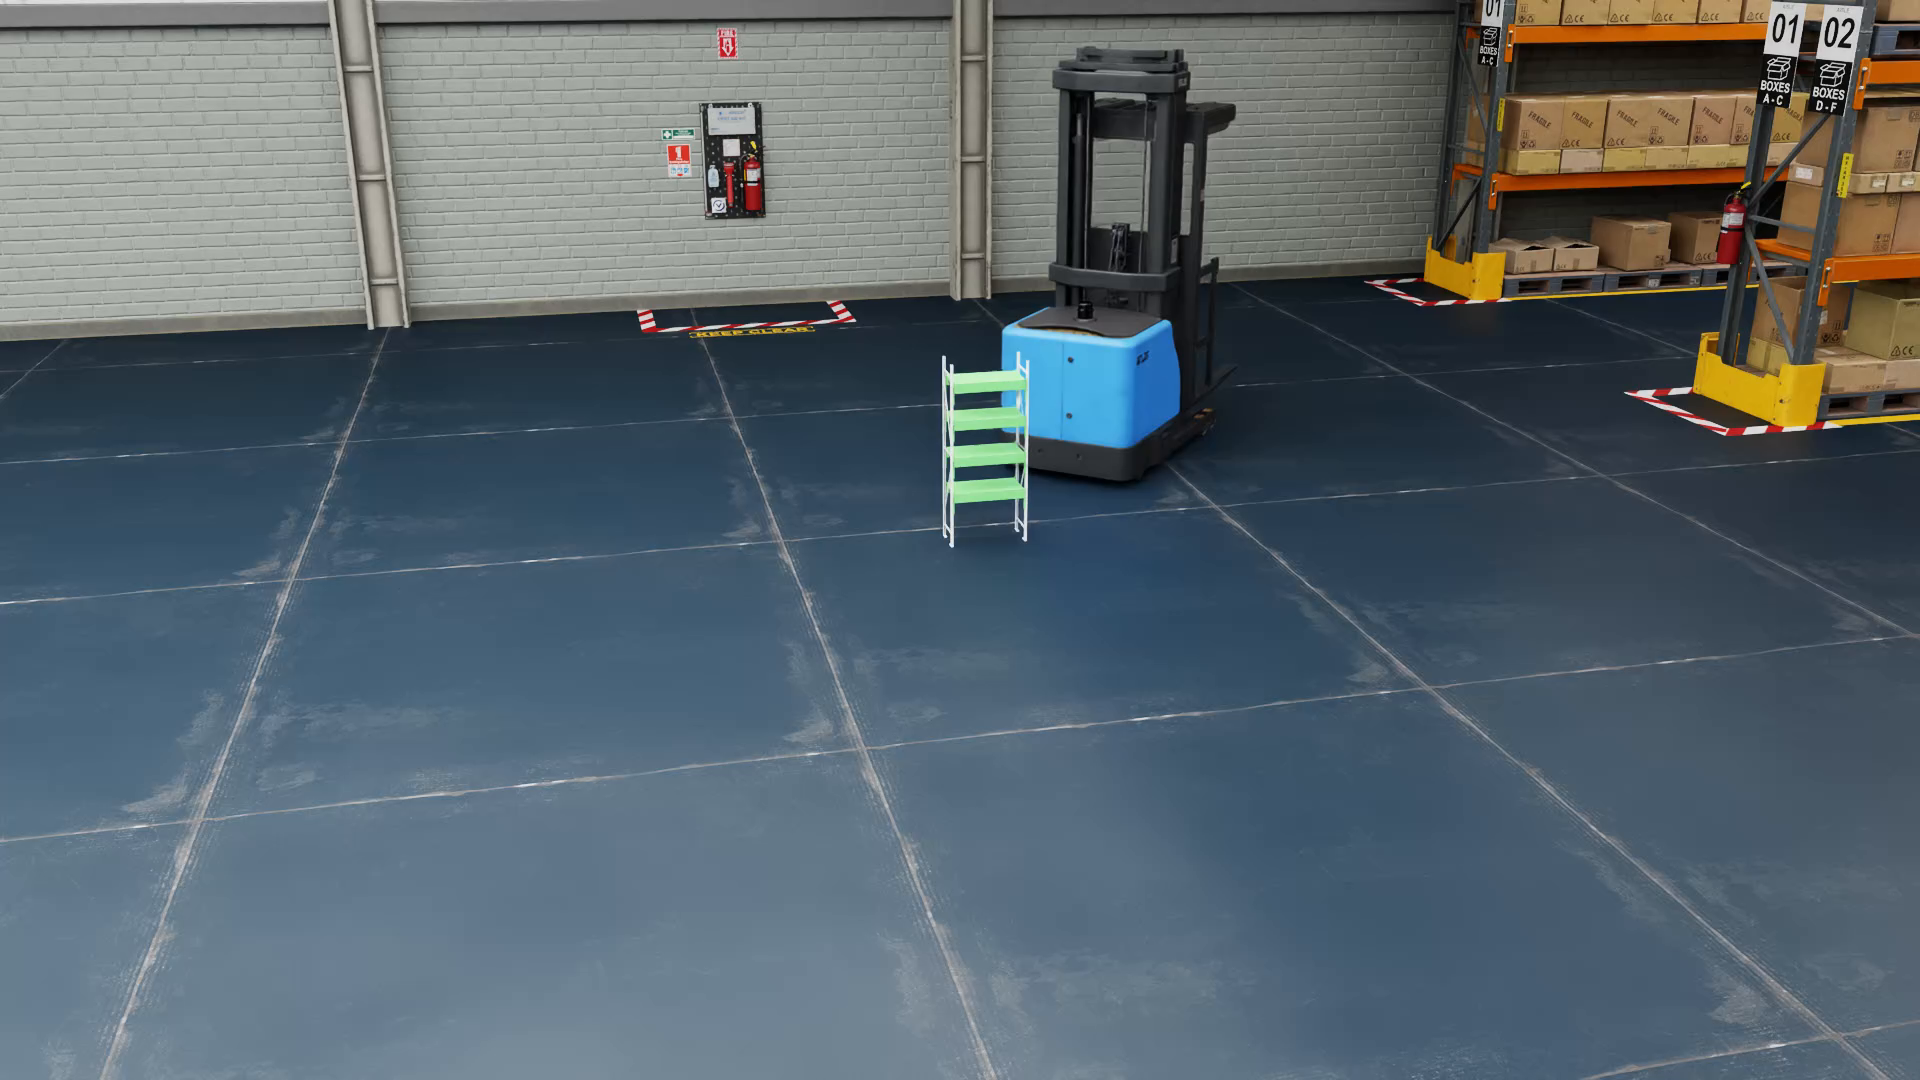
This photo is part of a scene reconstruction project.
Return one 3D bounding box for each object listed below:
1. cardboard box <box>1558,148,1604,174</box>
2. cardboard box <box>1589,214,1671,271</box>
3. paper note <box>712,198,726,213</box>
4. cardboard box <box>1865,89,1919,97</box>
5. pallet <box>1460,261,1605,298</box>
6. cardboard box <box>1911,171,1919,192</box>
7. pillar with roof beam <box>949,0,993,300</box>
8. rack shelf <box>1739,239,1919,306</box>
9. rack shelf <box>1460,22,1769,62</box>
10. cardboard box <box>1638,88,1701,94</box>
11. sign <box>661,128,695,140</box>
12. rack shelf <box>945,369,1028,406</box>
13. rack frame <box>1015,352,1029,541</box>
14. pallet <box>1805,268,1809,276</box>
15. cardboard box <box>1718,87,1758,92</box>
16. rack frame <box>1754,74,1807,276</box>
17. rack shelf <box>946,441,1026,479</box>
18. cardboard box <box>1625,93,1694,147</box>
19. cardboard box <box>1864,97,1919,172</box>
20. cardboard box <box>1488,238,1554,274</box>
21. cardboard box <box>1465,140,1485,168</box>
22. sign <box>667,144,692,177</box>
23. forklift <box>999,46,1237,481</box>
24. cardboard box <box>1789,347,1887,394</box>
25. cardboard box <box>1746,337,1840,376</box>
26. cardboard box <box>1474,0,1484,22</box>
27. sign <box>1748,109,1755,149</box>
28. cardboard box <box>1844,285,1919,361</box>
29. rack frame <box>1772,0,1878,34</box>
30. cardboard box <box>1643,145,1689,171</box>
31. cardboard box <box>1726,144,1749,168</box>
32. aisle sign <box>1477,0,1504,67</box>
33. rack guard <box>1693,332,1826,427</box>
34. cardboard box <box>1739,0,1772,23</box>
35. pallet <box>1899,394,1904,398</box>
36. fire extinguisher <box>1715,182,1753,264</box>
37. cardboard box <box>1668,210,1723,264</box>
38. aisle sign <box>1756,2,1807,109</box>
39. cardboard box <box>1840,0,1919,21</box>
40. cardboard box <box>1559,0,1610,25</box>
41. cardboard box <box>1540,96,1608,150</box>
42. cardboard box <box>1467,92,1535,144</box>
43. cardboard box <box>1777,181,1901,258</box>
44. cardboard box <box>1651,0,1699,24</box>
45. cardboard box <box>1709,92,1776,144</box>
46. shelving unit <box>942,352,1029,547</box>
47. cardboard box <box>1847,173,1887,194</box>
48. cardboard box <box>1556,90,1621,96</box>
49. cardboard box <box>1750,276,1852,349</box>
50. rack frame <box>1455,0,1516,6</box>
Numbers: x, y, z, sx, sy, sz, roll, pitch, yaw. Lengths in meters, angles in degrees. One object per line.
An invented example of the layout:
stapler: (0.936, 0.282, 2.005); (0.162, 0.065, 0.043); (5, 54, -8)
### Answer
cardboard box: (6.518, -4.092, 17.813); (0.500, 0.250, 0.500); (-5, 21, -14)
cardboard box: (7.442, -3.319, 18.508); (0.500, 0.500, 0.700); (-6, 21, -16)
paper note: (-2.490, -3.457, 17.173); (0.142, 0.148, 0.016); (-5, 21, -12)
cardboard box: (10.409, -4.816, 18.815); (0.500, 0.500, 0.700); (-3, 20, -7)
pallet: (6.341, -2.924, 18.490); (1.213, 0.211, 1.003); (-5, 21, -12)
cardboard box: (7.543, -2.868, 13.196); (0.250, 0.149, 0.380); (-5, 21, -12)
pillar with roof beam: (1.102, -5.421, 12.530); (0.400, 9.000, 9.100); (-5, 21, -12)
rack shelf: (8.558, -2.337, 13.880); (4.000, 0.370, 1.077); (-5, 21, -12)
rack shelf: (7.415, -5.404, 17.890); (4.000, 0.370, 1.077); (-5, 21, -12)
cardboard box: (7.865, -4.738, 18.486); (0.500, 0.500, 0.500); (-4, 21, -11)
sign: (-2.858, -4.116, 16.867); (0.331, 0.109, 0.001); (-5, 21, -12)
rack shelf: (0.161, -0.967, 10.501); (0.480, 0.148, 0.258); (-5, 21, -12)
rack frame: (0.399, -0.596, 10.697); (0.015, 1.200, 0.240); (-5, 21, -12)
pallet: (10.118, -3.244, 19.364); (1.213, 0.211, 1.003); (-5, 21, -12)
cardboard box: (8.855, -4.815, 18.697); (0.500, 0.500, 0.500); (-5, 21, -14)
rack frame: (9.361, -4.491, 18.715); (0.127, 3.000, 1.000); (-5, 21, -12)
rack shelf: (0.161, -0.516, 10.666); (0.480, 0.148, 0.258); (-5, 21, -12)
cardboard box: (7.489, -4.522, 17.898); (0.500, 0.500, 0.500); (-4, 20, -11)
cardboard box: (7.631, -3.253, 13.303); (0.500, 0.500, 0.700); (-5, 21, -14)
cardboard box: (6.162, -3.143, 18.304); (0.500, 0.311, 0.500); (-7, 21, -19)
cardboard box: (5.878, -4.216, 18.151); (0.500, 0.250, 0.500); (-4, 21, -12)
sign: (-2.864, -3.869, 16.965); (0.234, 0.329, 0.001); (-5, 21, -12)
forklift: (1.399, -2.259, 12.720); (1.130, 2.935, 3.031); (10, 22, 25)
cardboard box: (7.185, -1.391, 13.638); (0.500, 0.250, 0.500); (-5, 21, -12)
cardboard box: (7.066, -1.564, 14.111); (0.500, 0.250, 0.500); (-5, 21, -12)
cardboard box: (5.816, -5.757, 17.635); (0.500, 0.500, 0.500); (-3, 20, -9)
sign: (6.500, -3.355, 13.583); (0.005, 0.325, 0.100); (-5, 21, -12)
cardboard box: (7.671, -1.783, 13.619); (0.500, 0.500, 0.500); (-5, 21, -12)
rack frame: (6.612, -5.334, 12.293); (0.127, 3.000, 1.000); (-5, 21, -12)
cardboard box: (7.508, -4.170, 18.025); (0.500, 0.250, 0.500); (-4, 21, -12)
cardboard box: (8.483, -4.255, 18.258); (0.500, 0.250, 0.500); (-5, 21, -12)
aisle sign: (5.467, -5.289, 17.113); (0.004, 0.787, 0.394); (-5, 21, -12)
rack guard: (6.588, -1.341, 13.749); (0.348, 0.500, 1.175); (-5, 21, -12)
cardboard box: (8.431, -5.798, 17.745); (0.500, 0.500, 0.500); (-6, 21, -17)
pallet: (8.531, -1.377, 14.268); (1.213, 0.211, 1.003); (-5, 21, -12)
fire extinguisher: (6.390, -2.627, 13.737); (0.183, 0.674, 0.296); (-5, 21, -12)
cardboard box: (8.360, -3.429, 18.808); (0.500, 0.500, 0.500); (-6, 21, -17)
aisle sign: (6.480, -3.831, 13.132); (0.004, 0.787, 0.394); (-5, 21, -12)
cardboard box: (7.172, -4.281, 12.815); (0.637, 0.503, 0.797); (-3, 20, -9)
cardboard box: (6.382, -5.613, 17.241); (0.500, 0.500, 0.500); (-3, 20, -9)
cardboard box: (6.485, -4.439, 17.670); (0.500, 0.500, 0.500); (-5, 21, -12)
cardboard box: (5.878, -4.574, 18.040); (0.500, 0.500, 0.500); (-5, 21, -13)
cardboard box: (7.069, -2.596, 13.396); (0.500, 0.500, 0.700); (-5, 21, -12)
cardboard box: (7.403, -5.705, 17.492); (0.500, 0.500, 0.500); (-3, 20, -9)
cardboard box: (8.488, -4.600, 18.110); (0.500, 0.500, 0.500); (-5, 21, -13)
shelving unit: (0.161, -0.576, 10.644); (0.503, 1.200, 0.258); (-5, 21, -12)
cardboard box: (7.043, -2.827, 13.084); (0.250, 0.149, 0.380); (-5, 21, -13)
cardboard box: (6.872, -4.653, 18.255); (0.500, 0.500, 0.500); (-5, 21, -14)
cardboard box: (7.065, -1.917, 13.984); (0.500, 0.500, 0.500); (-5, 21, -12)
rack frame: (5.468, -6.992, 16.818); (0.127, 3.000, 1.000); (-5, 21, -12)
